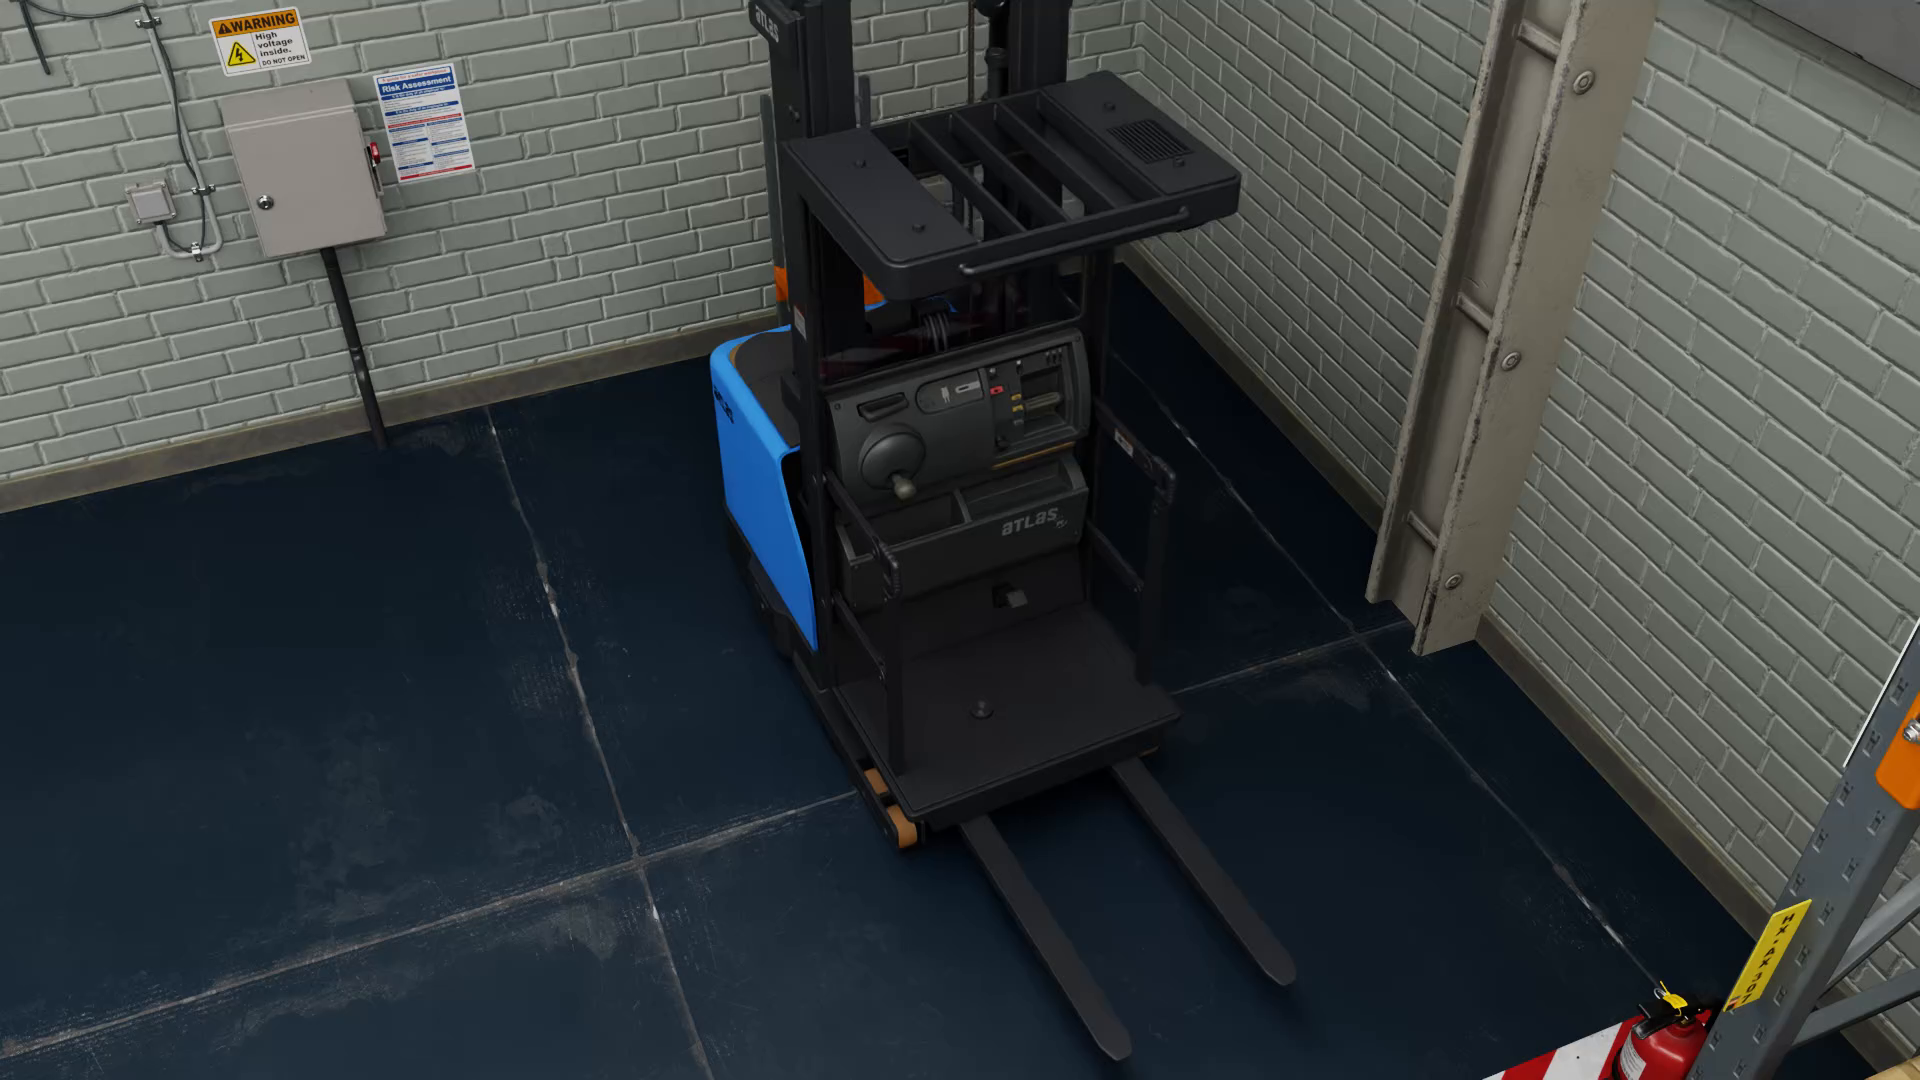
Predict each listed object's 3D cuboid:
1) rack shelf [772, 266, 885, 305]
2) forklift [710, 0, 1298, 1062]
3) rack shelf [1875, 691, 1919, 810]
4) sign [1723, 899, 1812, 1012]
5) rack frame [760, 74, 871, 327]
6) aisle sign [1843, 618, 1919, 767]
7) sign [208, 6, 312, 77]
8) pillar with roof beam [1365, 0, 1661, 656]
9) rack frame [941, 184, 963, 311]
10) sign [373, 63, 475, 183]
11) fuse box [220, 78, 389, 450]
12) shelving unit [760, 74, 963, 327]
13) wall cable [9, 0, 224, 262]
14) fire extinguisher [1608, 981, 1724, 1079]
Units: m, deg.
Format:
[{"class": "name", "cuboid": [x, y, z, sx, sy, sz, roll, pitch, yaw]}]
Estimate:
[{"class": "rack shelf", "cuboid": [-0.427, -0.973, 7.507, 0.538, 0.185, 1.000, -16, 43, -18]}, {"class": "forklift", "cuboid": [0.108, -0.336, 5.393, 1.130, 2.935, 3.031, -18, 44, -20]}, {"class": "rack shelf", "cuboid": [2.877, 1.365, 1.613, 1.077, 0.370, 4.000, -15, 43, -17]}, {"class": "sign", "cuboid": [1.611, 0.832, 3.318, 0.100, 0.325, 0.005, -15, 43, -17]}, {"class": "rack frame", "cuboid": [-0.632, -1.412, 7.742, 0.500, 1.500, 0.032, -16, 43, -18]}, {"class": "aisle sign", "cuboid": [1.815, 0.071, 2.873, 0.394, 0.787, 0.004, -15, 43, -17]}, {"class": "sign", "cuboid": [-2.785, -1.986, 6.625, 0.339, 0.242, 0.001, -15, 43, -17]}, {"class": "pillar with roof beam", "cuboid": [-2.064, -2.025, 2.703, 9.100, 9.000, 0.400, -15, 43, -17]}, {"class": "rack frame", "cuboid": [-0.221, -0.806, 7.037, 0.500, 1.500, 0.032, -16, 43, -18]}, {"class": "sign", "cuboid": [-2.278, -1.774, 7.085, 0.329, 0.494, 0.001, -15, 43, -17]}, {"class": "fuse box", "cuboid": [-2.655, -1.073, 7.186, 0.539, 1.711, 0.414, -15, 43, -17]}, {"class": "shelving unit", "cuboid": [-0.430, -1.114, 7.396, 0.587, 1.500, 1.083, -16, 43, -18]}, {"class": "wall cable", "cuboid": [-3.346, -1.872, 6.347, 0.588, 1.984, 0.122, -15, 43, -17]}, {"class": "fire extinguisher", "cuboid": [1.629, 1.222, 3.873, 0.296, 0.674, 0.183, -15, 43, -17]}]
